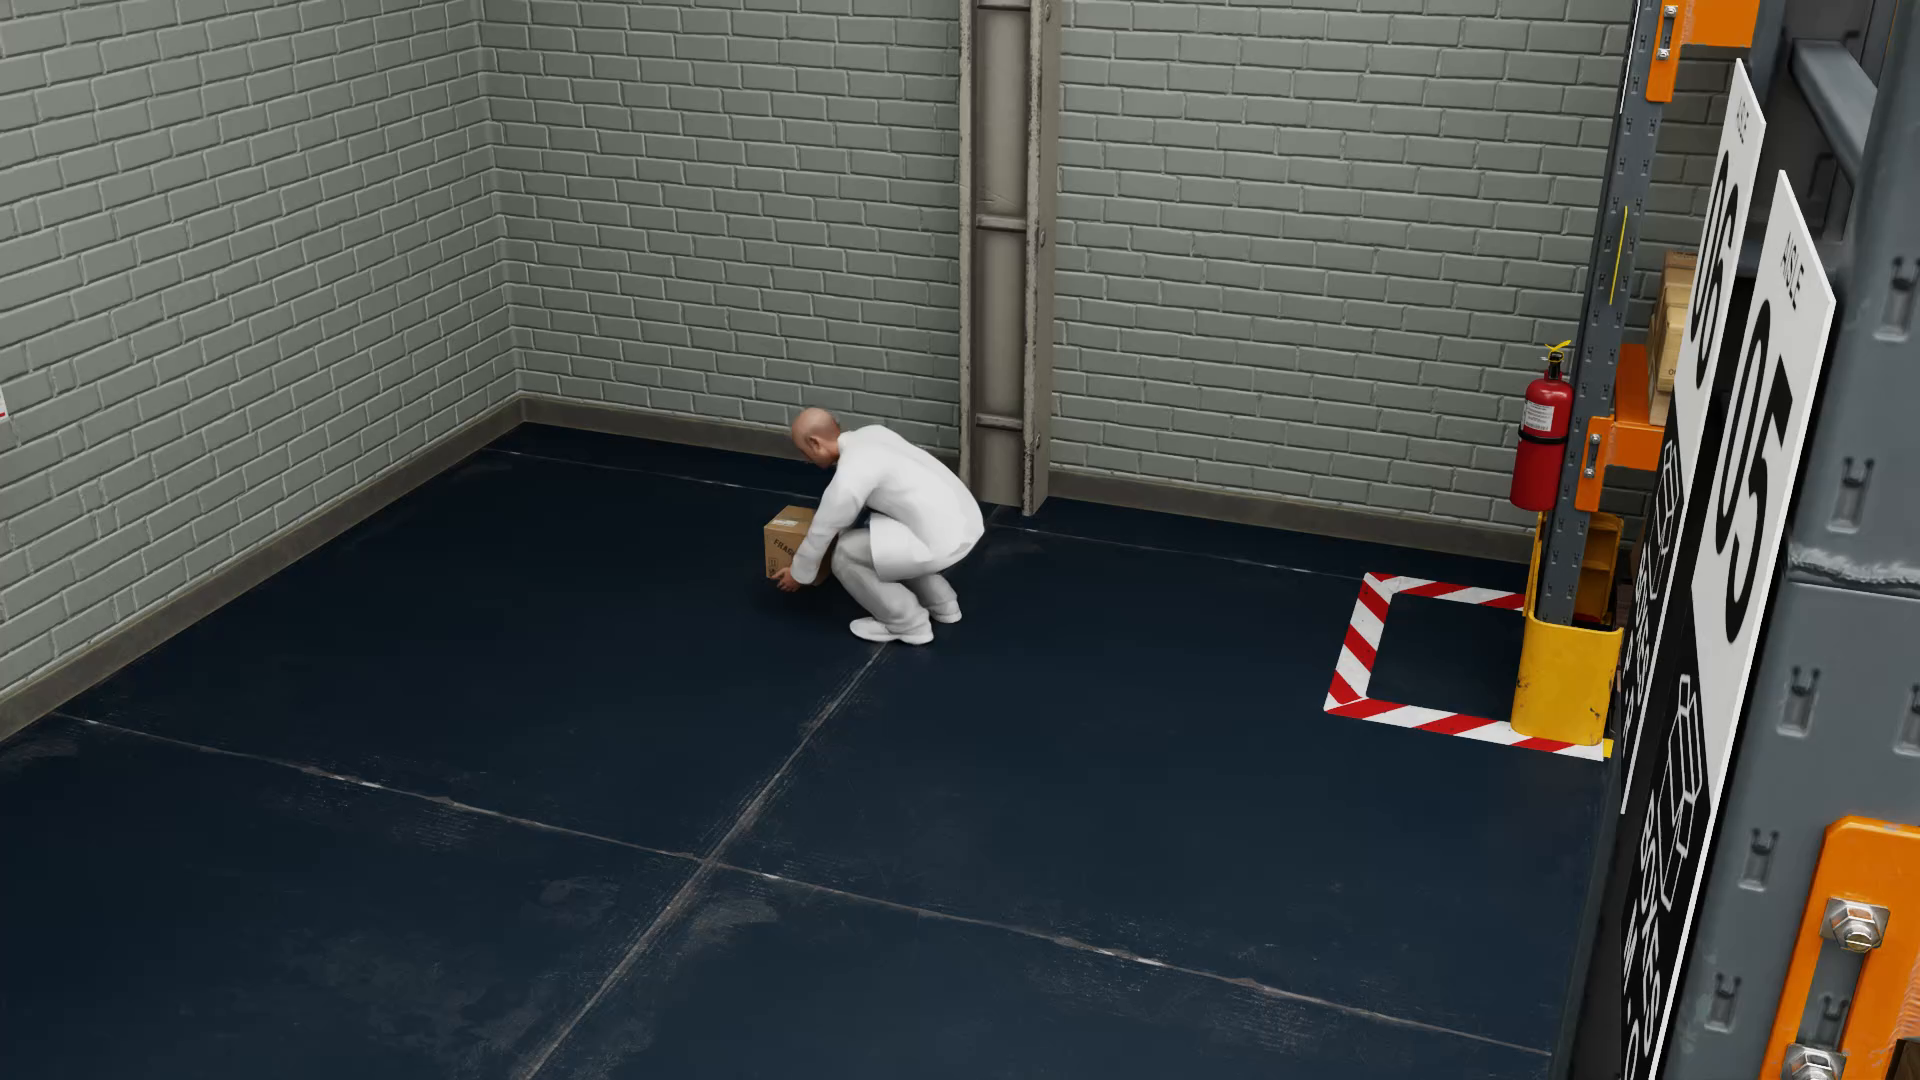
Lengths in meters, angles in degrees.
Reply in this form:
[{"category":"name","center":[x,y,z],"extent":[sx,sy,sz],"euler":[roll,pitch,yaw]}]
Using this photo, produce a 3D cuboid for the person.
[{"category":"person","center":[-0.348,-0.070,7.194],"extent":[0.912,0.993,0.611],"euler":[9,27,17]}]
